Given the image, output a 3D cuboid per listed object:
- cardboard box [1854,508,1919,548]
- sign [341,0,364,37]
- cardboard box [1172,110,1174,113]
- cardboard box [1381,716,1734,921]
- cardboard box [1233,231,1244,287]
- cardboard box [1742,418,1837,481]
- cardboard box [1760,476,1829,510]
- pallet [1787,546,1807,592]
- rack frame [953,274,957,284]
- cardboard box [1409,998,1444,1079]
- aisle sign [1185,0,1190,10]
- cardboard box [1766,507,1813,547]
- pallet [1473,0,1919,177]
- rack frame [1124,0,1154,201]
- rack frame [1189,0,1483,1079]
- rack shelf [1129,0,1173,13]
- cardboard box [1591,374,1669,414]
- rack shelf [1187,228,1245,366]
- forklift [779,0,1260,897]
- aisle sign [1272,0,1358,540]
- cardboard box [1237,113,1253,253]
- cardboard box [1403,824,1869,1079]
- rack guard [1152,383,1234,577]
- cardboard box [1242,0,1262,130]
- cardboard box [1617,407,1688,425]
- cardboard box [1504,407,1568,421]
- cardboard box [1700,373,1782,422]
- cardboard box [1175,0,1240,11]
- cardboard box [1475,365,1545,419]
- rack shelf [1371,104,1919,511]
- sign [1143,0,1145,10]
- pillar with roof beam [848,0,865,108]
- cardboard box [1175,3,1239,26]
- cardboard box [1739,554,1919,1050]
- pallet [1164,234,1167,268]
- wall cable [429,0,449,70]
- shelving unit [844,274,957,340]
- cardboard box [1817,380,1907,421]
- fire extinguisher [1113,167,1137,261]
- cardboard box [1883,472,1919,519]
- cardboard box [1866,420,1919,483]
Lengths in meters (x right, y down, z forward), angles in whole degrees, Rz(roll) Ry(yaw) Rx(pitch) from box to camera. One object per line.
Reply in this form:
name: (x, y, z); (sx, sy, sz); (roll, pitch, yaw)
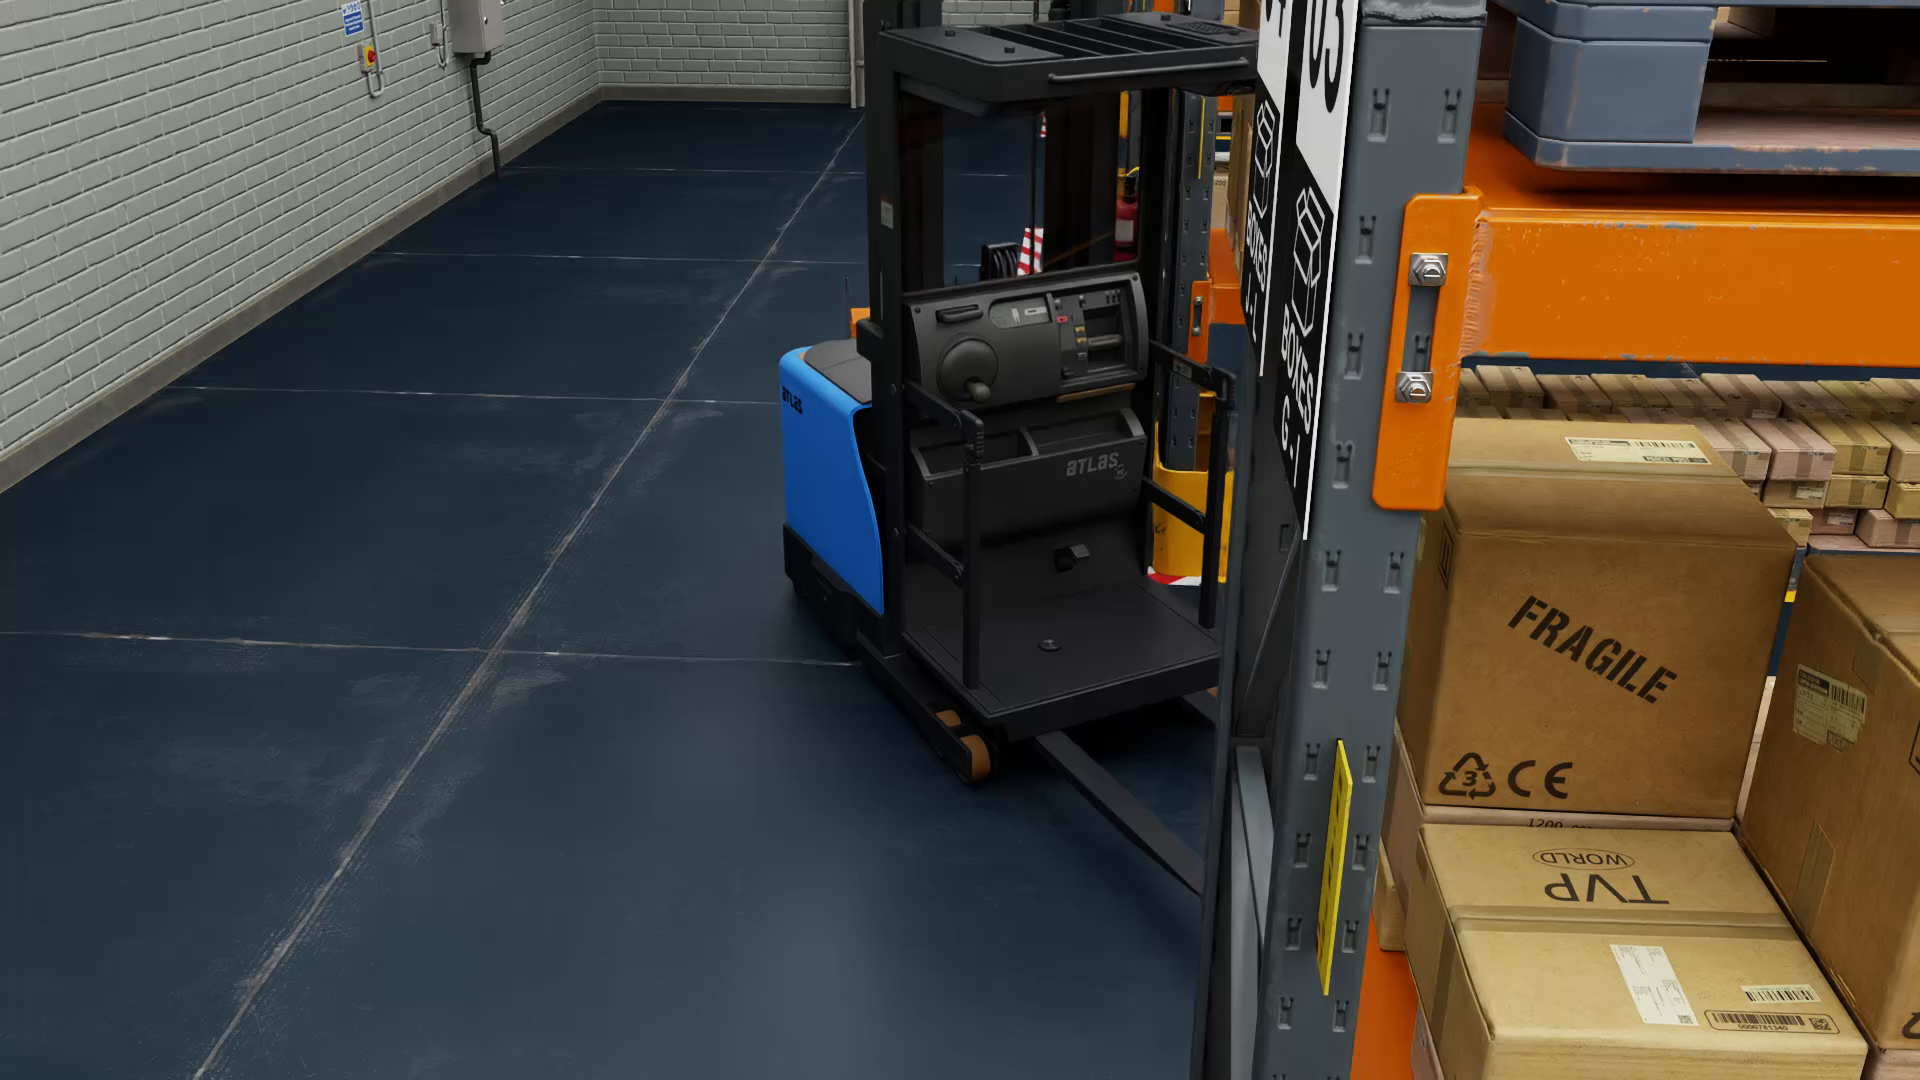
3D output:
cardboard box: (4.054, -0.109, 7.307); (0.250, 0.149, 0.380); (1, 25, 2)
sign: (-4.407, -3.788, 12.070); (0.001, 0.218, 0.327); (2, 25, 4)
cardboard box: (2.261, -4.579, 16.597); (0.637, 0.503, 0.797); (1, 25, 2)
cardboard box: (1.027, 0.456, 2.994); (0.500, 0.250, 0.500); (1, 25, 3)
cardboard box: (1.302, -1.185, 7.037); (0.250, 0.149, 0.380); (2, 25, 4)
cardboard box: (3.581, -0.394, 7.215); (0.250, 0.149, 0.380); (1, 25, 1)
cardboard box: (3.616, -0.280, 7.322); (0.250, 0.149, 0.380); (2, 25, 5)
pallet: (3.100, -0.096, 7.706); (1.213, 0.211, 1.003); (2, 25, 4)
rack frame: (-0.012, -0.600, 7.619); (0.015, 1.200, 0.240); (-3, 25, -6)
cardboard box: (0.852, 0.881, 2.547); (0.250, 0.149, 0.380); (2, 25, 5)
aisle sign: (0.908, -2.504, 6.494); (0.004, 0.787, 0.394); (2, 25, 4)
cardboard box: (3.543, -0.117, 7.325); (0.250, 0.149, 0.380); (2, 25, 4)
pallet: (1.264, -0.685, 2.168); (1.213, 0.211, 1.003); (2, 25, 4)
rack frame: (1.282, -3.512, 11.795); (0.127, 3.000, 1.000); (2, 25, 4)
rack frame: (0.523, 0.618, 2.819); (0.127, 3.000, 1.000); (2, 25, 4)
rack shelf: (3.652, -5.190, 16.302); (4.000, 0.370, 1.077); (2, 25, 4)
cardboard box: (3.108, -0.642, 7.753); (0.250, 0.149, 0.380); (2, 25, 4)
rack shelf: (2.998, -1.055, 7.315); (4.000, 0.370, 1.077); (2, 25, 4)
forklift: (0.356, -0.688, 5.740); (1.130, 2.935, 3.031); (-12, 27, -25)
aisle sign: (0.429, -0.440, 2.008); (0.004, 0.787, 0.394); (2, 25, 4)
cardboard box: (1.430, -1.497, 6.940); (0.500, 0.500, 0.500); (3, 25, 6)
cardboard box: (0.981, 0.679, 2.510); (0.500, 0.250, 0.500); (1, 25, 3)
rack guard: (1.080, -0.308, 7.821); (0.348, 0.500, 1.175); (2, 25, 4)
cardboard box: (1.431, -1.956, 6.740); (0.500, 0.500, 0.500); (2, 25, 4)
cardboard box: (3.072, -0.452, 7.339); (0.250, 0.149, 0.380); (2, 25, 4)
cardboard box: (2.555, -0.447, 7.330); (0.250, 0.149, 0.380); (3, 25, 6)
cardboard box: (3.629, -0.643, 7.756); (0.250, 0.149, 0.380); (2, 25, 5)
cardboard box: (1.739, -3.878, 11.274); (0.500, 0.500, 0.500); (1, 25, 3)
cardboard box: (2.591, -0.693, 7.865); (0.250, 0.149, 0.380); (3, 25, 6)
rack shelf: (2.518, -0.354, 2.203); (4.000, 0.370, 1.077); (2, 25, 4)
sign: (1.234, -3.710, 11.095); (0.005, 0.325, 0.100); (2, 25, 4)
pillar with roof beam: (-1.291, -6.974, 12.142); (0.400, 9.000, 9.100); (2, 25, 4)
cardboard box: (1.739, -3.423, 11.480); (0.500, 0.500, 0.500); (2, 25, 4)
cardboard box: (1.480, 0.354, 2.318); (0.500, 0.500, 0.500); (1, 25, 3)
pallet: (2.085, -2.253, 12.393); (1.213, 0.211, 1.003); (2, 25, 4)
wall cable: (-4.245, -4.736, 13.239); (0.122, 1.984, 0.588); (2, 25, 4)
shelving unit: (-0.254, -0.589, 7.595); (0.503, 1.200, 0.258); (-3, 25, -6)
cardboard box: (4.138, -0.602, 7.667); (0.250, 0.149, 0.380); (2, 25, 3)
fire extinguisher: (0.788, -1.442, 7.834); (0.183, 0.674, 0.296); (2, 25, 4)
cardboard box: (4.114, -0.231, 7.216); (0.250, 0.149, 0.380); (1, 25, 2)
cardboard box: (4.111, -0.384, 7.191); (0.250, 0.149, 0.380); (2, 25, 4)
